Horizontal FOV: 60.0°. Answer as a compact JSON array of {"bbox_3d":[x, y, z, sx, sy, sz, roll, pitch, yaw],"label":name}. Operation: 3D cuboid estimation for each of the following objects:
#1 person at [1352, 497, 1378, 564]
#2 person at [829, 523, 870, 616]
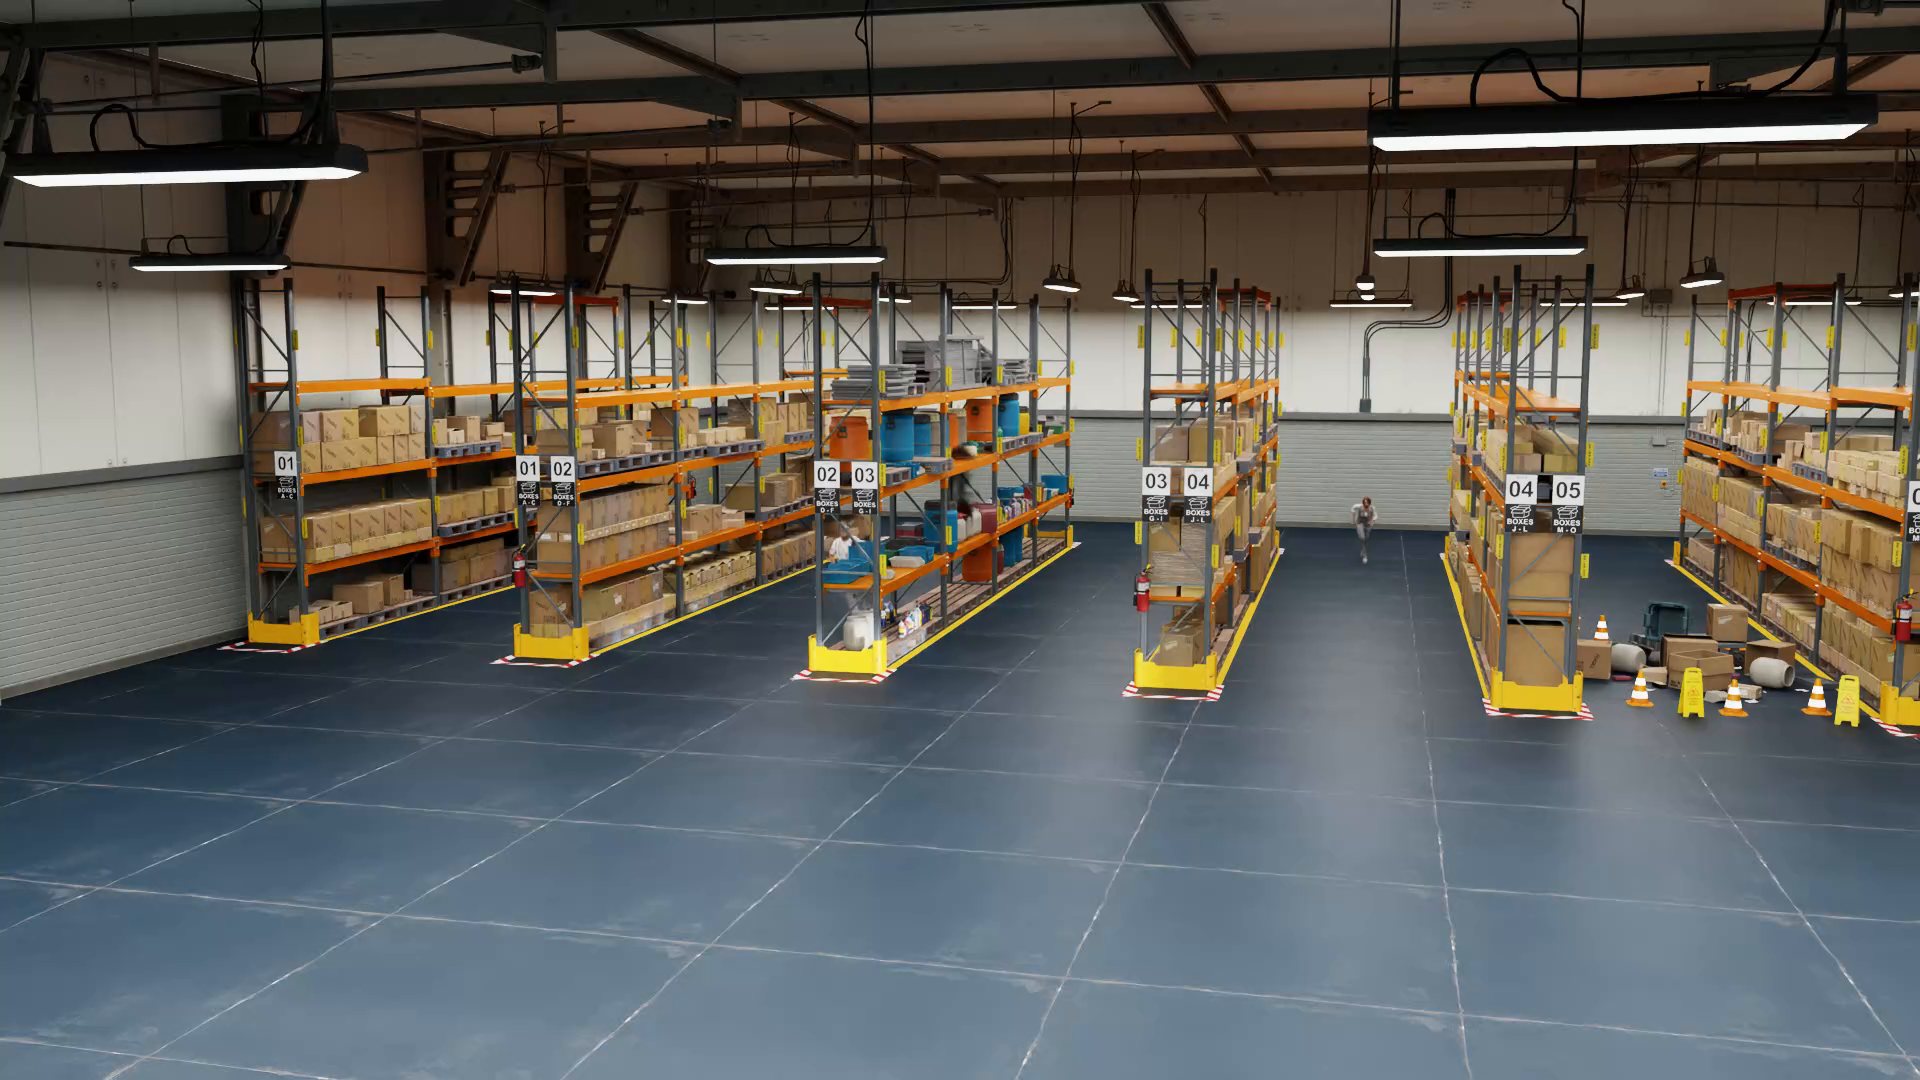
[{"bbox_3d":[9.159,-0.243,37.709,0.576,1.544,0.915,1,7,10],"label":"person"},{"bbox_3d":[-2.032,0.534,30.174,0.713,1.728,0.554,1,7,11],"label":"person"}]
